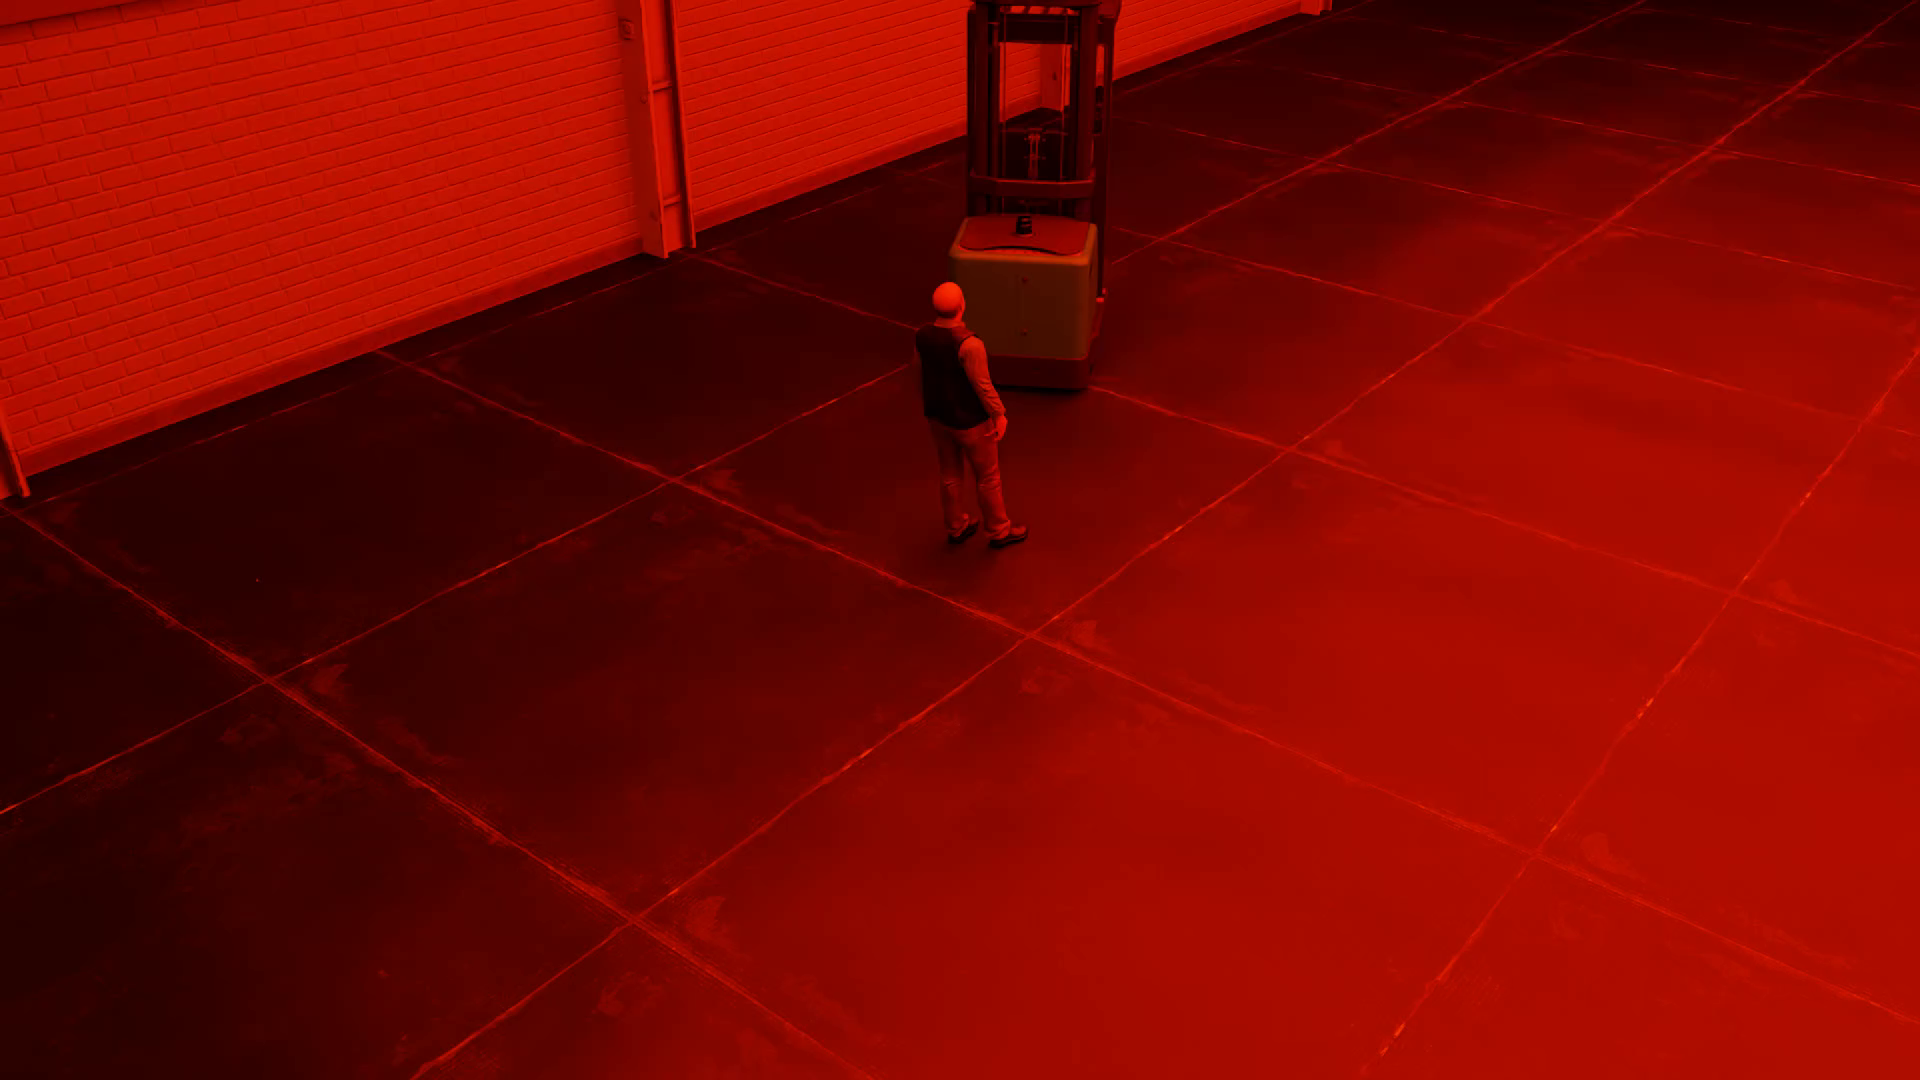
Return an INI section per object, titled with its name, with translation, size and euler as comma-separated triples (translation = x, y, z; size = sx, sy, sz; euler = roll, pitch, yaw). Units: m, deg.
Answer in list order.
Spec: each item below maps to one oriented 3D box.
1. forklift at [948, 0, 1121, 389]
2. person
[forklift]
translation = 0.632, -3.099, 12.899
size = 1.130, 2.935, 3.031
euler = 4, 31, 7
[person]
translation = 0.045, -0.772, 10.101
size = 0.633, 1.722, 0.566
euler = 22, 37, 33
